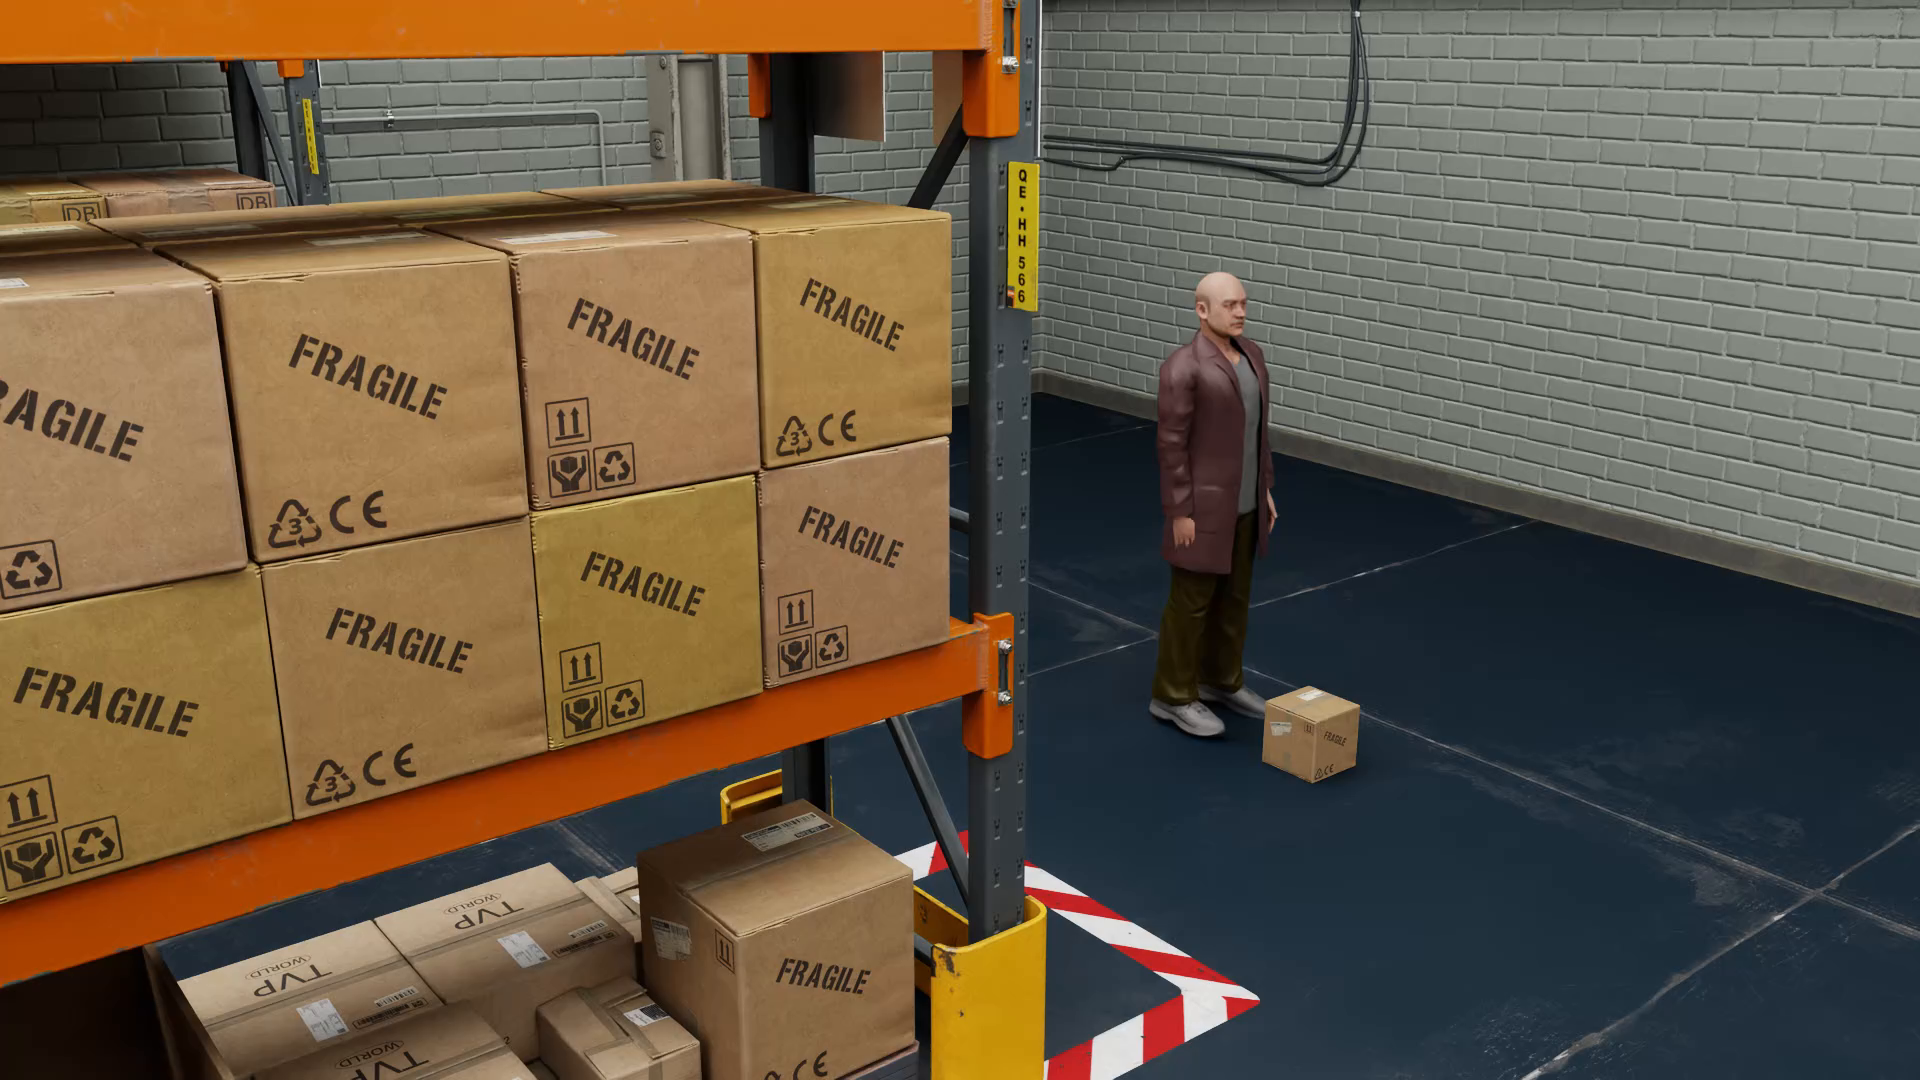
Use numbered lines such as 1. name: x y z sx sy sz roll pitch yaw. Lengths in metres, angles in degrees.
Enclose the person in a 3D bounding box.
1. person: 1.008 -0.132 6.454 0.589 1.802 0.379 -16 23 -41
